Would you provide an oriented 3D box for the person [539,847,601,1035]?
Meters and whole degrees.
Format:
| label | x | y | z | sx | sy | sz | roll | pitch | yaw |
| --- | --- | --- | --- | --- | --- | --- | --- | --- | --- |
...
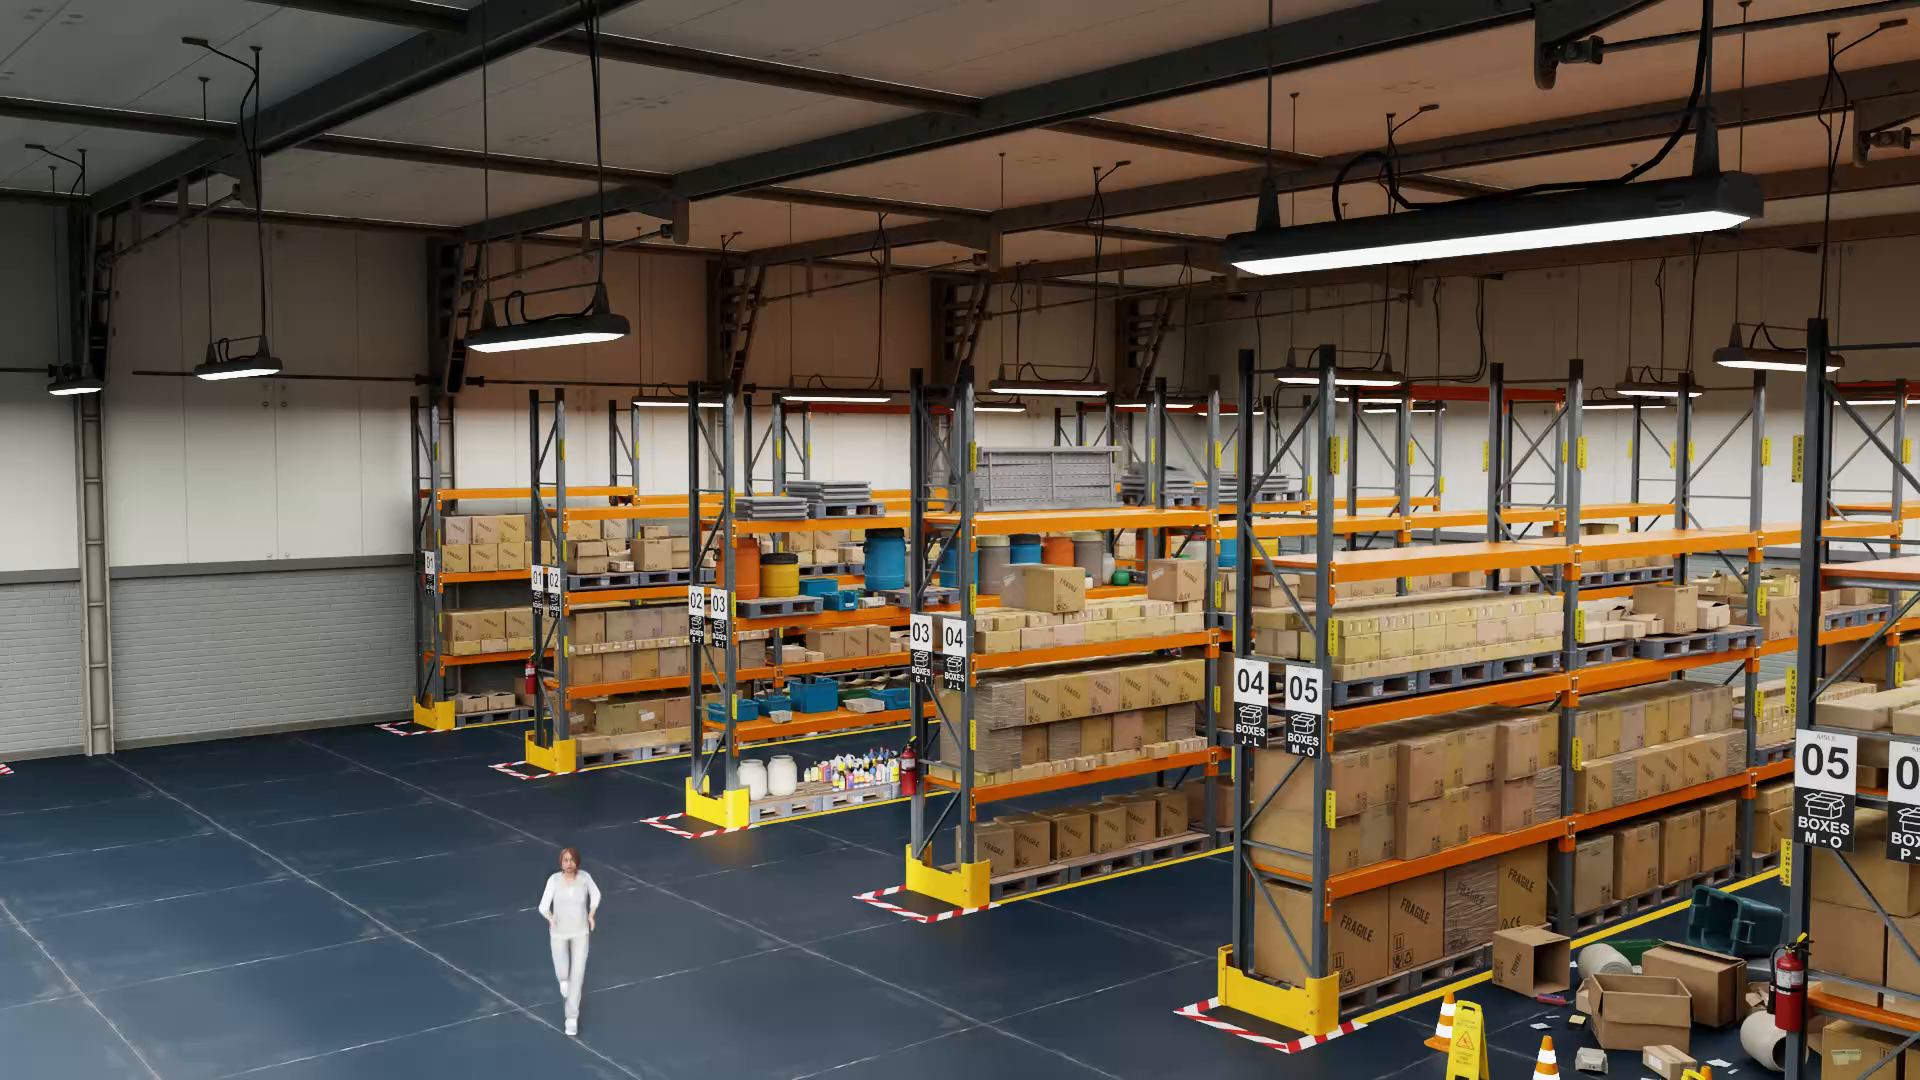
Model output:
| label | x | y | z | sx | sy | sz | roll | pitch | yaw |
| --- | --- | --- | --- | --- | --- | --- | --- | --- | --- |
| person | -3.461 | 3.512 | 14.781 | 0.538 | 1.572 | 0.790 | -1 | 3 | -14 |
